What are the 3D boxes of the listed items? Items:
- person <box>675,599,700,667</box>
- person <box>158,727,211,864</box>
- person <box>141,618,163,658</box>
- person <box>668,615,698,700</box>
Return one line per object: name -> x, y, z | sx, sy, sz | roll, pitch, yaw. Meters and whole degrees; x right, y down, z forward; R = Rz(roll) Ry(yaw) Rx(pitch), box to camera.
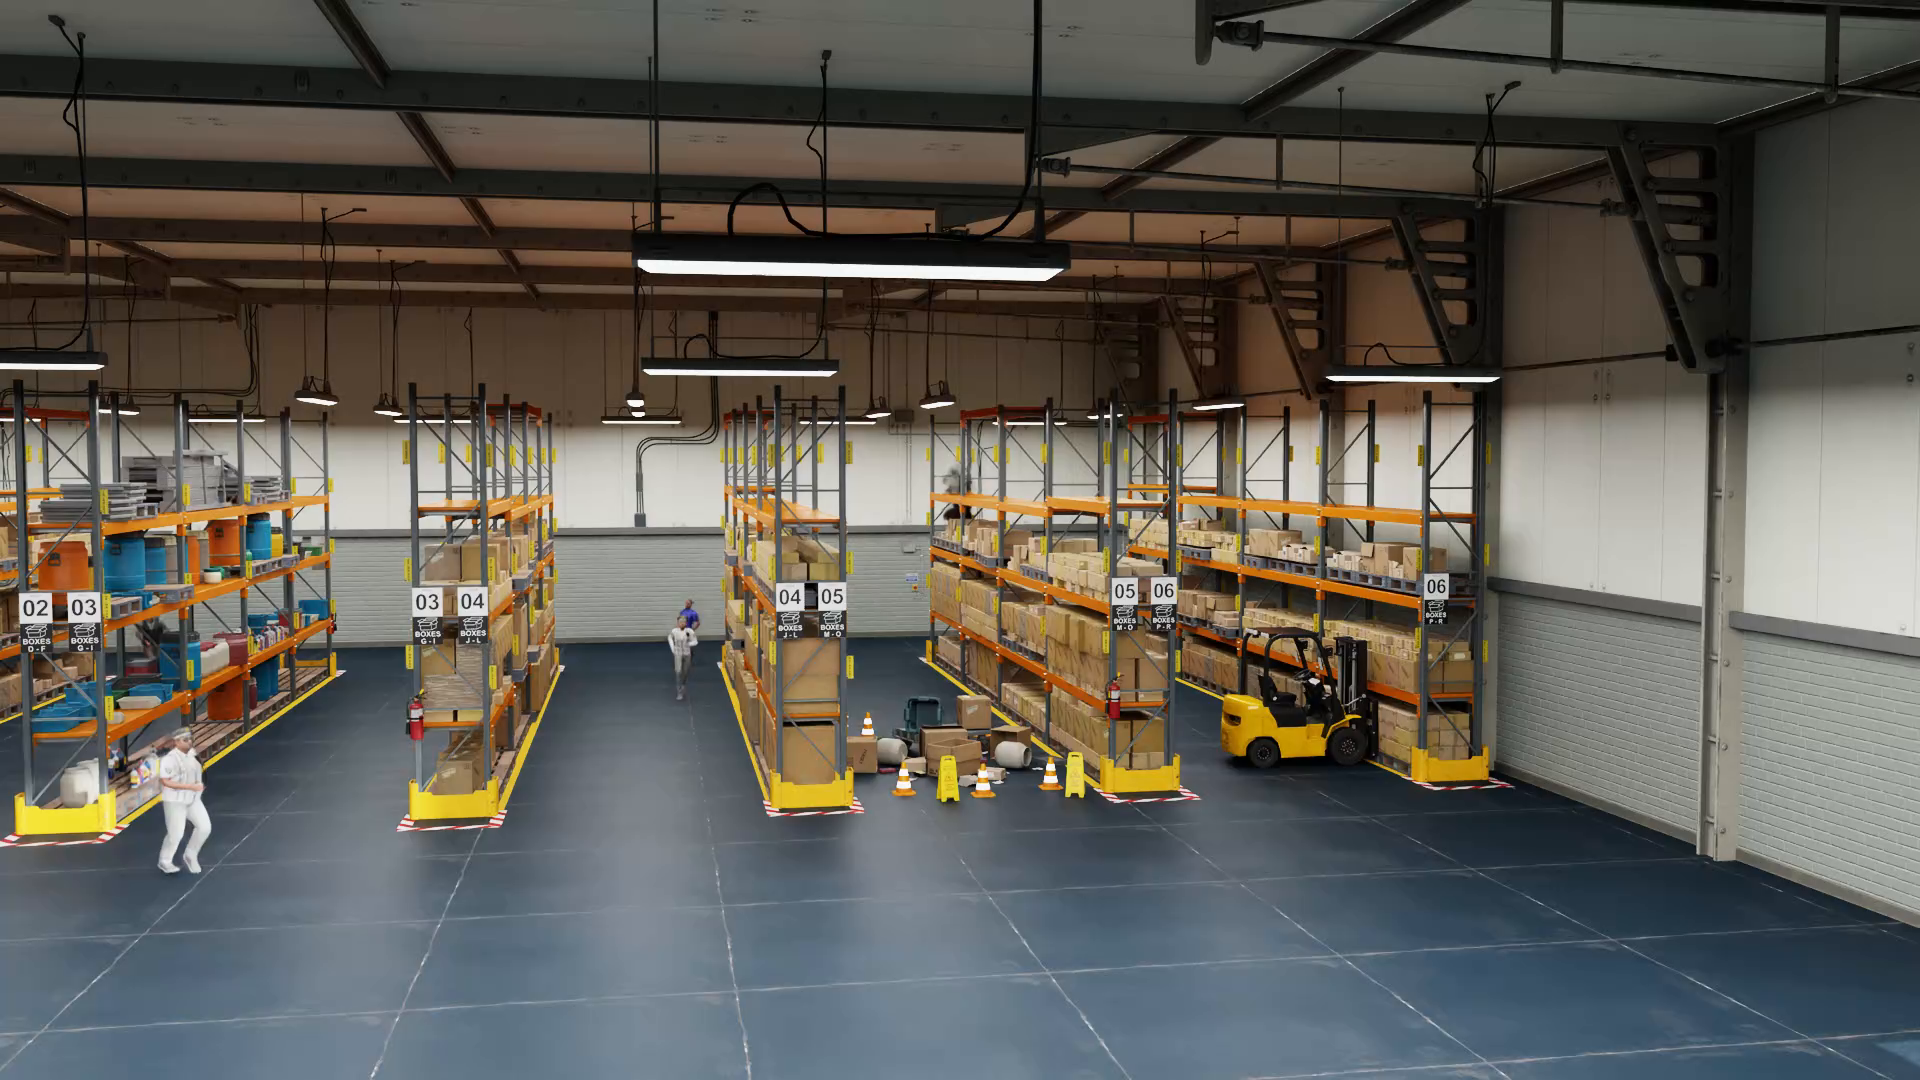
person -> -6.487, 2.211, 39.497 | 0.640, 1.614, 0.516 | 1, 3, 27
person -> -9.244, 3.045, 19.869 | 0.713, 1.654, 0.682 | 1, 3, 19
person -> -17.727, 2.322, 36.582 | 0.529, 1.534, 0.560 | -1, 3, -26
person -> -5.743, 2.421, 34.541 | 0.581, 1.745, 0.961 | -1, 3, -16
